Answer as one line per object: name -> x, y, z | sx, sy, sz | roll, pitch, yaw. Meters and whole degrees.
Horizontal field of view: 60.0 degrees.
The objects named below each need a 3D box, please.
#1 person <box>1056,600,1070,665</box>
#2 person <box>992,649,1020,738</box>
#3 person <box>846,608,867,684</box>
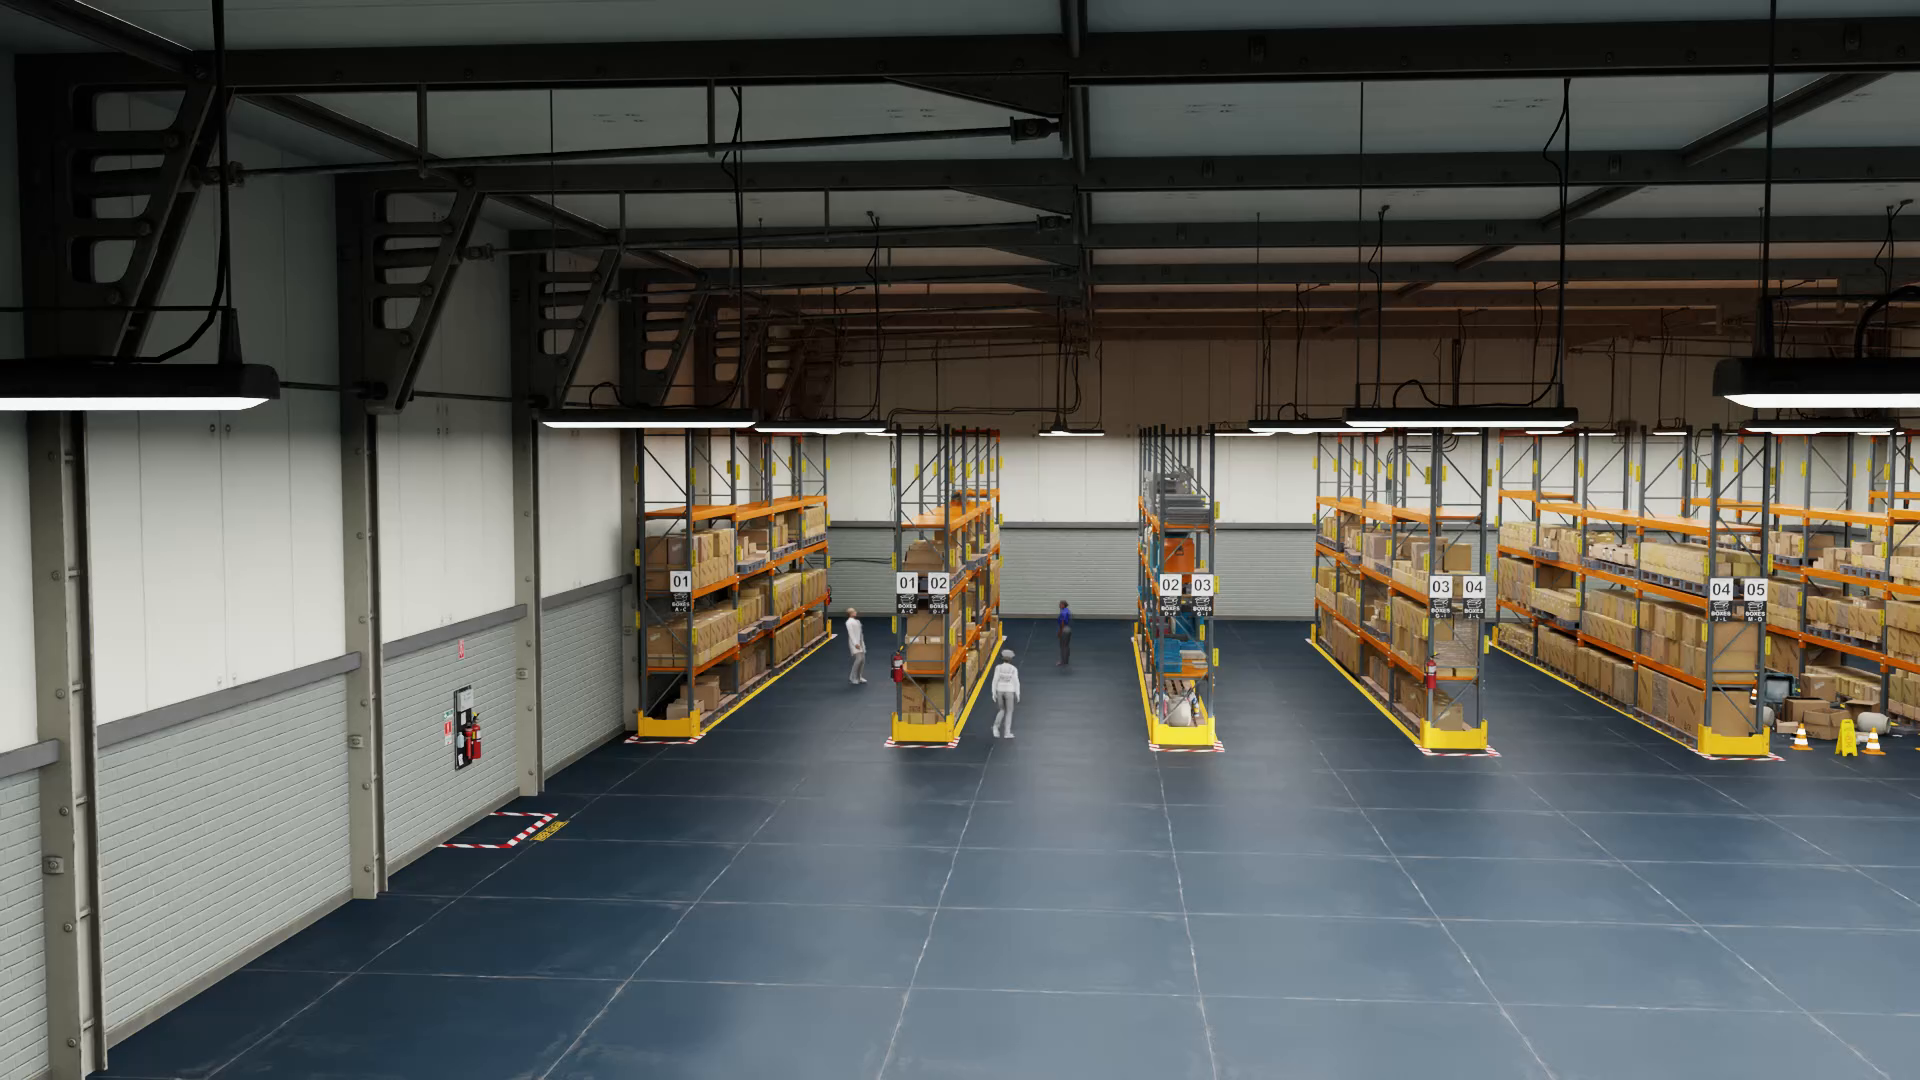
person -> 2.599, 2.336, 41.920 | 0.362, 1.670, 0.453 | 1, 4, 12
person -> 0.883, 2.934, 31.745 | 0.502, 1.686, 0.430 | 2, 4, 34
person -> -2.419, 2.503, 39.171 | 0.492, 1.822, 0.606 | 2, 4, 29
